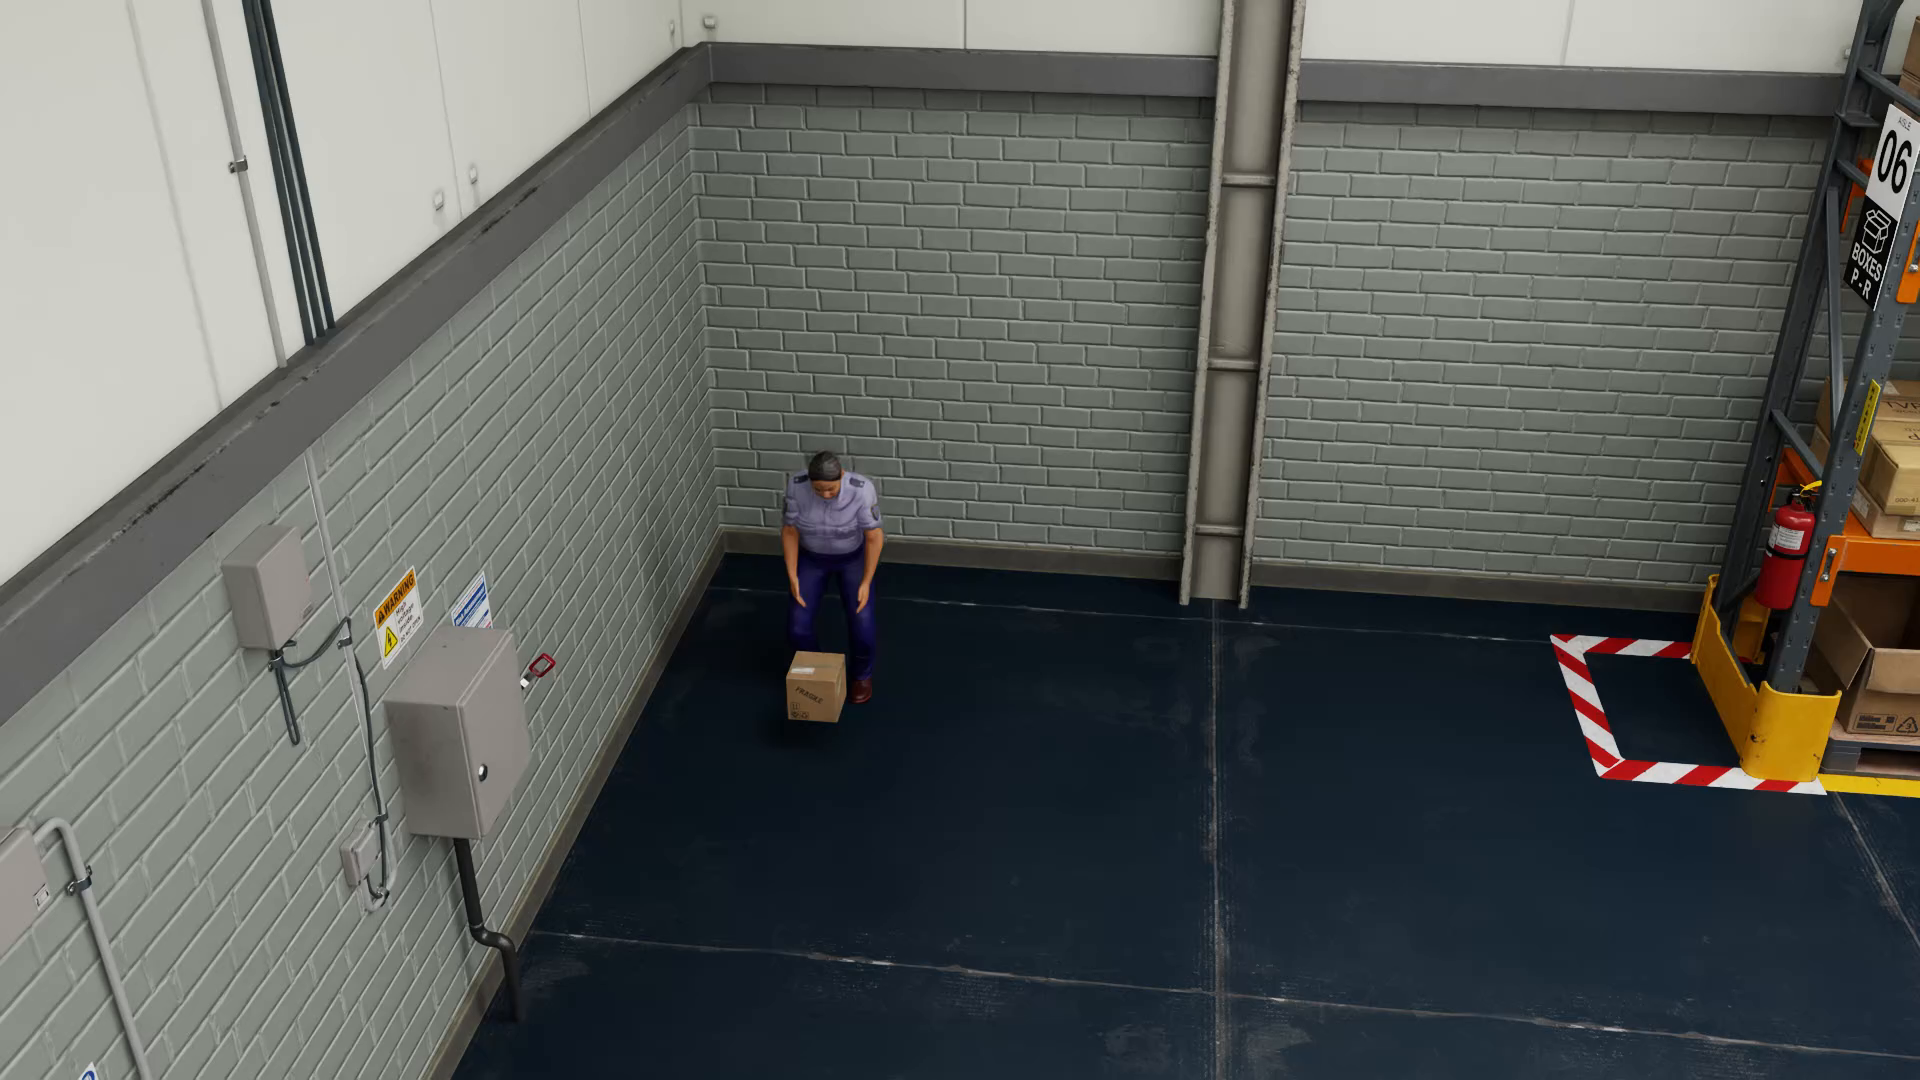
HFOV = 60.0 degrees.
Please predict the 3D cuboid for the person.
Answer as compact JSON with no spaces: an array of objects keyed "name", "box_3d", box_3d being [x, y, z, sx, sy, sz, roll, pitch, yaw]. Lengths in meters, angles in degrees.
[{"name":"person","box_3d":[-0.636,0.151,8.541,0.525,1.490,0.552,4,29,7]}]
